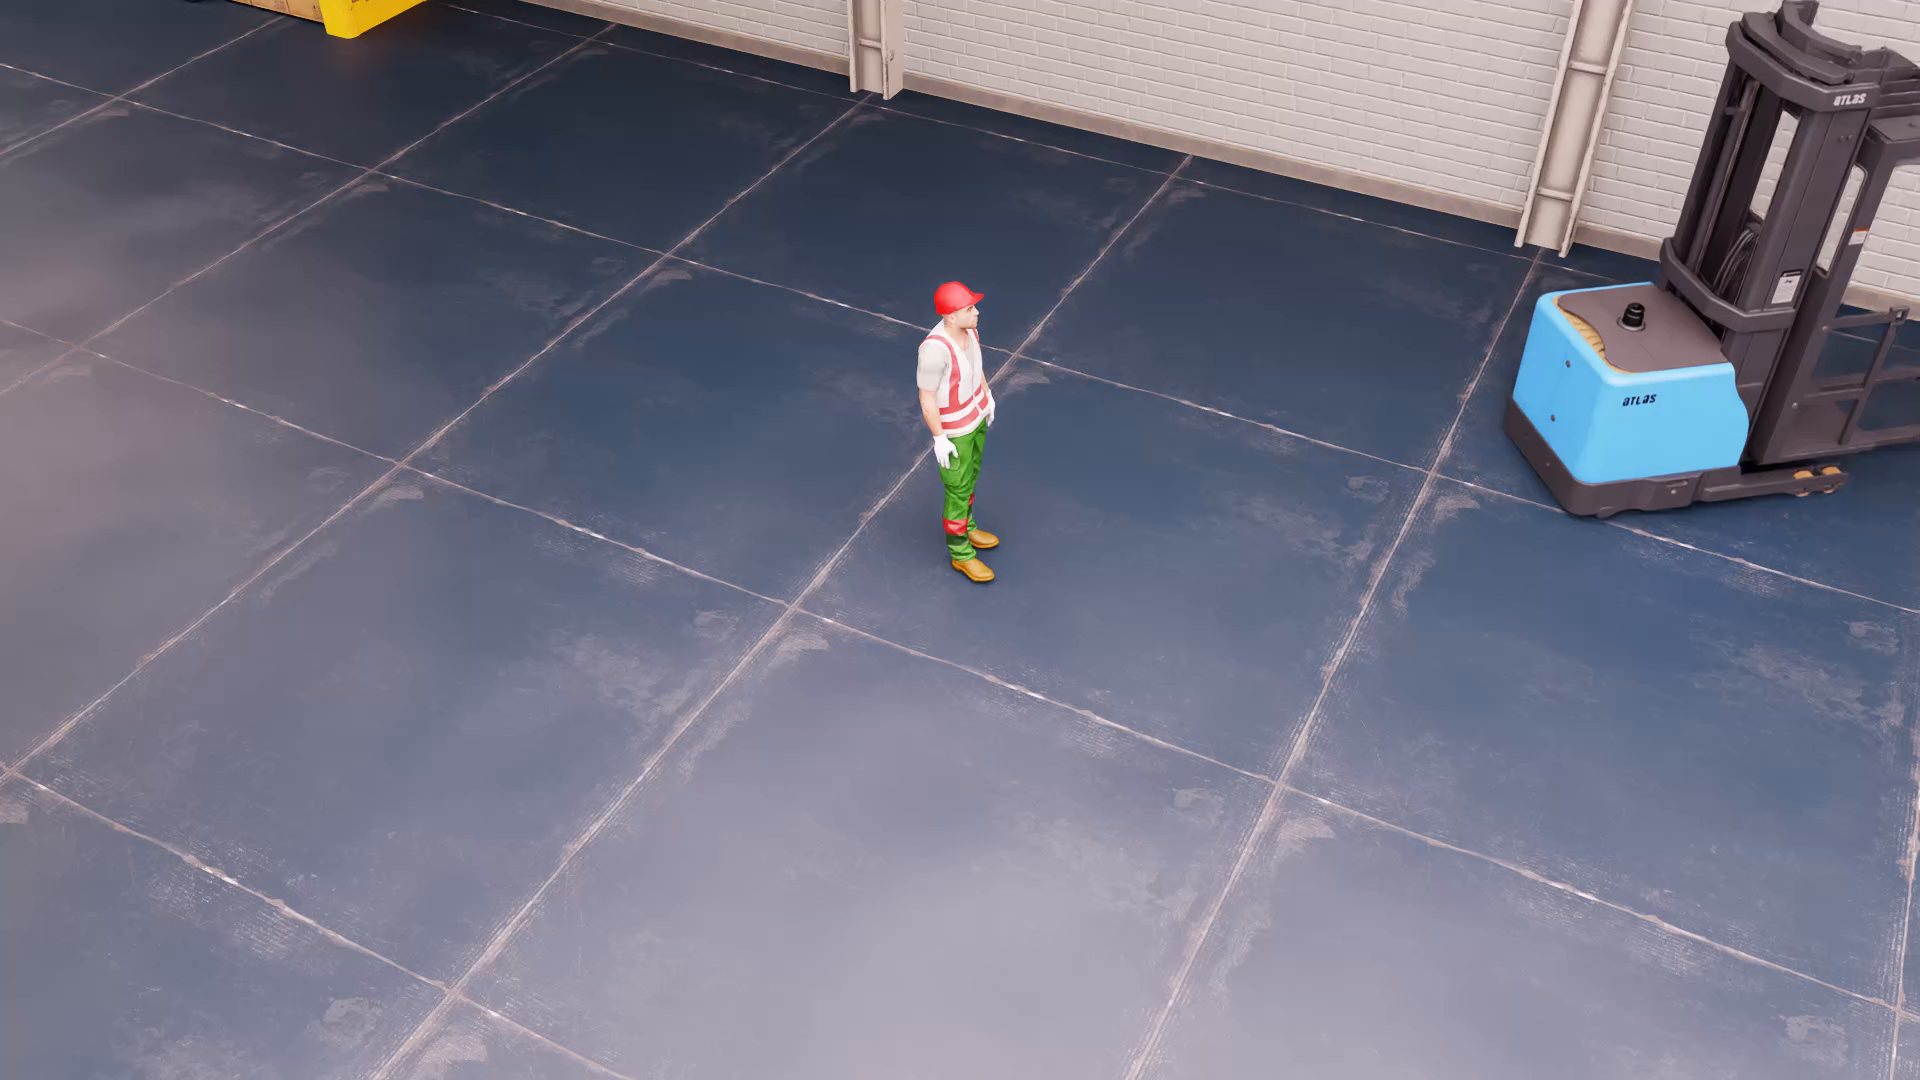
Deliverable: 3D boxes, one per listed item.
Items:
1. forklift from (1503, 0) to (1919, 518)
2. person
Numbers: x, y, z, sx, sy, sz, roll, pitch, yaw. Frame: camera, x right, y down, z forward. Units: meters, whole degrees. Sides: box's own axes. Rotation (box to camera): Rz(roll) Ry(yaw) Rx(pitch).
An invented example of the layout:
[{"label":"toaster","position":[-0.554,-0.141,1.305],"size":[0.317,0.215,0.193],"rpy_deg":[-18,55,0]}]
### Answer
[{"label":"forklift","position":[5.174,-1.727,10.037],"size":[3.031,2.935,1.130],"rpy_deg":[-7,41,-9]},{"label":"person","position":[0.066,-0.657,9.646],"size":[0.562,1.785,0.637],"rpy_deg":[18,43,21]}]
